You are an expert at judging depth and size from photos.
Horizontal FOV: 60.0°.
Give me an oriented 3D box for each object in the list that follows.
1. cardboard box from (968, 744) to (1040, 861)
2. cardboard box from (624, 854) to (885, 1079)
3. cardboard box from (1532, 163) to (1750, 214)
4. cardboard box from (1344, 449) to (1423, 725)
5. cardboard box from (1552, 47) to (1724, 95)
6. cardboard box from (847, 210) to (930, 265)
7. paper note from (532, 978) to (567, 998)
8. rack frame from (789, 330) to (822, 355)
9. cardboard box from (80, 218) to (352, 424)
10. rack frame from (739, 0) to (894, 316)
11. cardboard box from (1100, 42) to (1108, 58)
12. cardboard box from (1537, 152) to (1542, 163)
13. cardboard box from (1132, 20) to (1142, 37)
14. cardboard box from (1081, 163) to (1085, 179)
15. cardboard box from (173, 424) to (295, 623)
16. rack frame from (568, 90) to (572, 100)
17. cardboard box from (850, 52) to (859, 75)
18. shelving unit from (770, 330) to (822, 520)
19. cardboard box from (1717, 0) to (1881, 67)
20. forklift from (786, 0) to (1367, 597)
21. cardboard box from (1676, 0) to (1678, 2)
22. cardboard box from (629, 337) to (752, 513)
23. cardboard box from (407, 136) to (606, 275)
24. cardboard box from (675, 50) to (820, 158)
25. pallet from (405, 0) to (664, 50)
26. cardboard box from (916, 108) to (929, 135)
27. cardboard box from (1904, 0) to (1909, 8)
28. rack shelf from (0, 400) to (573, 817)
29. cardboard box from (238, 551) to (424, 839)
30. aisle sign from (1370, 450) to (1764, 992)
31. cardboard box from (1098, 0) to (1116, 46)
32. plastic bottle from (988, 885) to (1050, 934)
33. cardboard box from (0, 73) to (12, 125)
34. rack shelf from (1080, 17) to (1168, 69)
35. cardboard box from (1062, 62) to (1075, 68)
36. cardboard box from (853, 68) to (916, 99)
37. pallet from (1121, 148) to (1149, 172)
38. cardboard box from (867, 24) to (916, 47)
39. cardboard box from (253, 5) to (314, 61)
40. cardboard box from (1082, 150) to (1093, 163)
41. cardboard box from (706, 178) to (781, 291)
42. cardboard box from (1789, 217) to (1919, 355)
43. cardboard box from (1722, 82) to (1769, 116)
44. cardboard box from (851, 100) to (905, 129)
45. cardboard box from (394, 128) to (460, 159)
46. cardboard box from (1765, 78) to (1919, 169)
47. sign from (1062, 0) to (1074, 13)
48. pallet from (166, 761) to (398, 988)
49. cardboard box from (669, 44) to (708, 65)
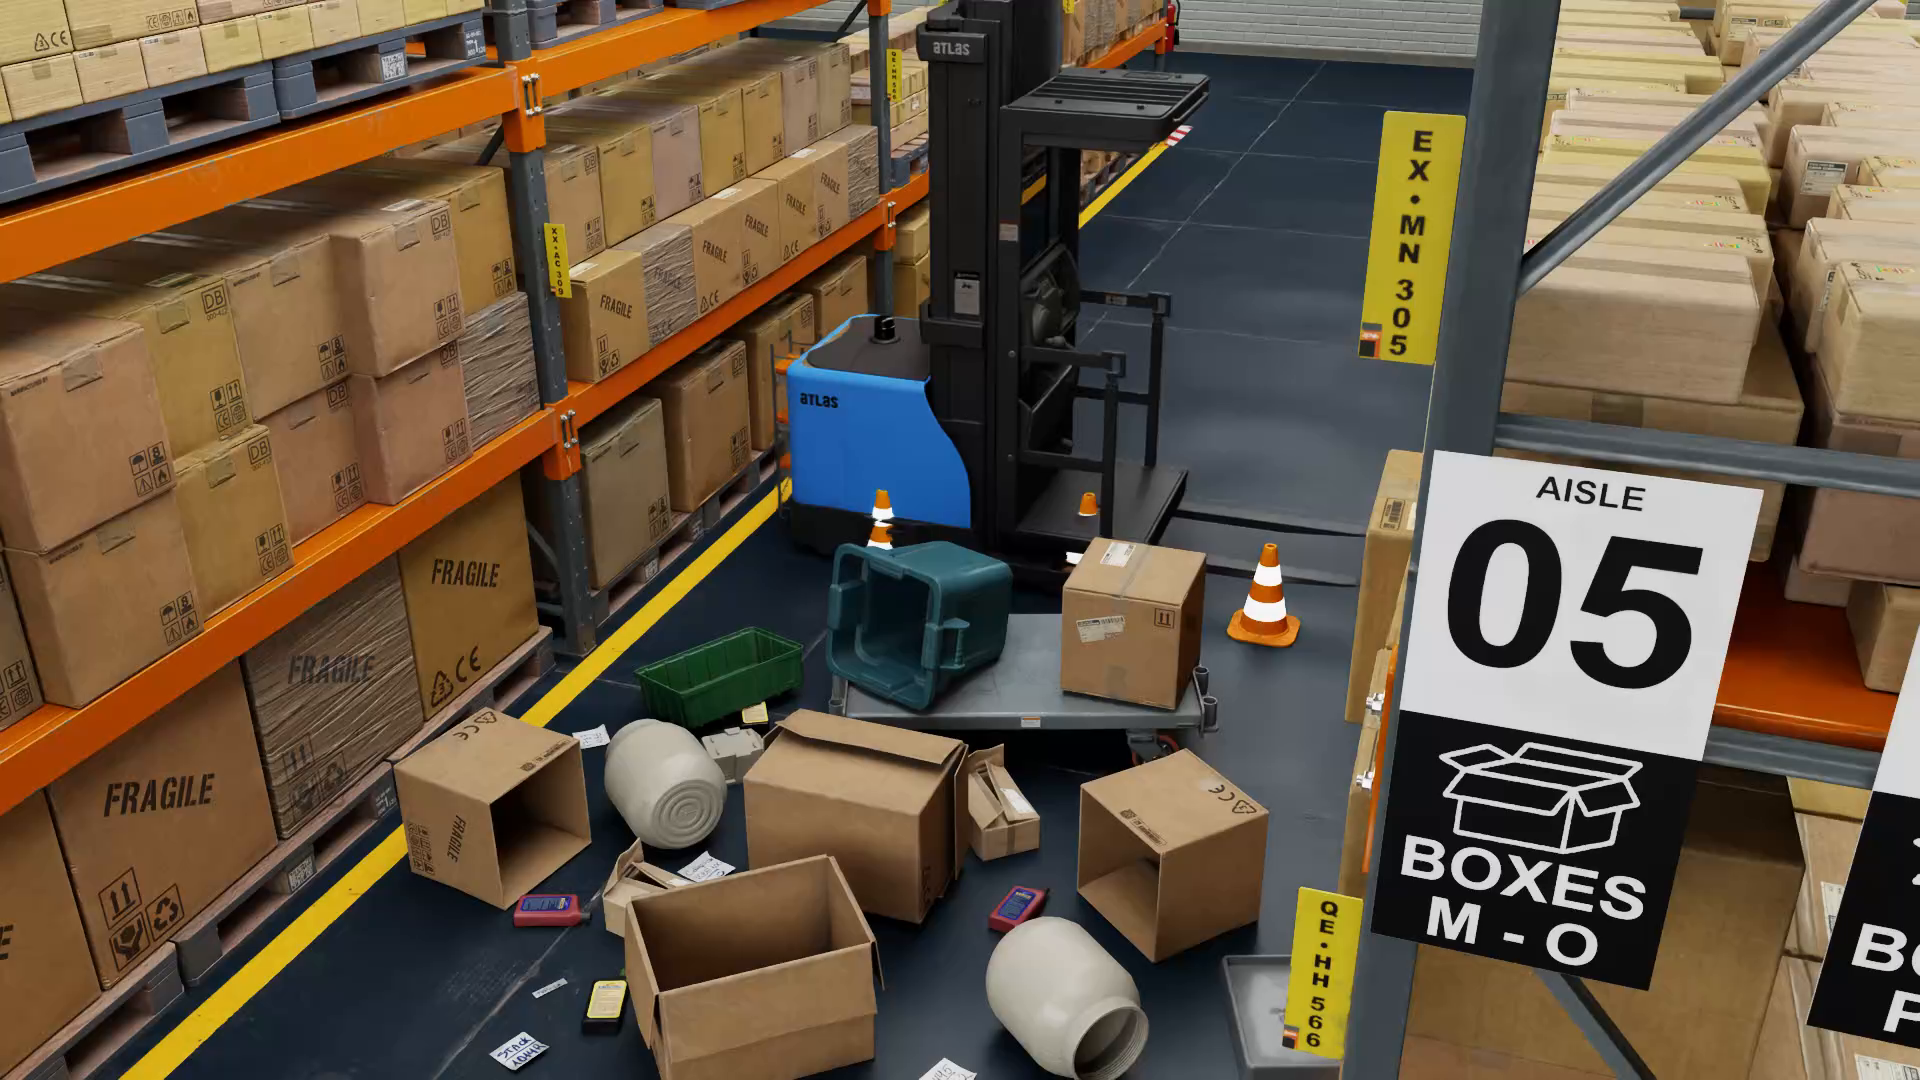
[{"bbox_3d":[0.134,1.062,6.752,0.258,0.266,0.396,-9,27,-18],"label":"cardboard box"},{"bbox_3d":[-0.705,1.486,5.603,0.797,0.503,0.637,-9,27,-18],"label":"cardboard box"},{"bbox_3d":[1.121,-0.534,2.842,0.380,0.149,0.250,8,27,17],"label":"cardboard box"},{"bbox_3d":[1.310,0.150,3.895,0.700,0.500,0.500,8,27,17],"label":"cardboard box"},{"bbox_3d":[1.577,-1.055,3.918,0.380,0.149,0.250,9,27,18],"label":"cardboard box"},{"bbox_3d":[-0.484,-2.162,11.799,0.500,0.250,0.500,8,27,15],"label":"cardboard box"},{"bbox_3d":[-1.463,1.599,5.935,0.123,0.001,0.032,-20,33,-36],"label":"paper note"},{"bbox_3d":[-0.858,-0.683,9.455,0.200,1.050,0.008,9,27,17],"label":"rack frame"},{"bbox_3d":[-2.811,-0.830,6.112,0.875,0.550,0.550,9,27,17],"label":"cardboard box"},{"bbox_3d":[-0.942,-2.512,10.996,1.000,3.000,0.127,9,27,17],"label":"rack frame"},{"bbox_3d":[1.185,-4.660,15.721,0.380,0.149,0.250,10,28,20],"label":"cardboard box"},{"bbox_3d":[1.351,-0.634,3.507,0.500,0.250,0.500,10,27,19],"label":"cardboard box"},{"bbox_3d":[1.628,-5.201,16.839,0.380,0.149,0.250,9,27,19],"label":"cardboard box"},{"bbox_3d":[0.973,-3.495,15.817,0.380,0.149,0.250,8,27,16],"label":"cardboard box"},{"bbox_3d":[-2.918,-0.116,5.875,0.875,0.550,0.500,9,27,17],"label":"cardboard box"},{"bbox_3d":[-4.254,-4.917,15.963,1.000,3.000,0.127,9,27,17],"label":"rack frame"},{"bbox_3d":[-0.953,-3.445,12.046,0.380,0.149,0.250,10,27,19],"label":"cardboard box"},{"bbox_3d":[-0.898,-0.632,9.351,0.215,1.050,0.252,9,27,17],"label":"shelving unit"},{"bbox_3d":[2.344,-1.414,4.660,0.380,0.149,0.250,9,27,19],"label":"cardboard box"},{"bbox_3d":[0.650,-1.245,8.458,3.031,2.935,1.130,9,27,17],"label":"forklift"},{"bbox_3d":[1.957,-1.595,5.033,0.380,0.149,0.250,10,27,19],"label":"cardboard box"},{"bbox_3d":[-1.826,-0.709,9.372,1.050,0.750,0.750,9,27,17],"label":"cardboard box"},{"bbox_3d":[-2.113,-1.568,7.785,0.700,0.500,0.500,8,27,17],"label":"cardboard box"},{"bbox_3d":[-1.267,-2.616,9.949,0.700,0.500,0.500,8,27,17],"label":"cardboard box"},{"bbox_3d":[-2.014,-2.516,7.782,0.805,0.209,1.217,8,27,15],"label":"pallet"},{"bbox_3d":[-0.424,-2.964,11.736,0.380,0.149,0.250,10,28,20],"label":"cardboard box"},{"bbox_3d":[3.001,-1.846,5.868,0.500,0.250,0.500,8,27,16],"label":"cardboard box"},{"bbox_3d":[-2.938,0.277,6.061,1.077,0.370,4.000,9,27,17],"label":"rack shelf"},{"bbox_3d":[-2.844,0.518,6.694,0.875,0.875,0.875,9,27,18],"label":"cardboard box"},{"bbox_3d":[0.804,0.265,2.277,0.394,0.787,0.004,9,27,17],"label":"aisle sign"},{"bbox_3d":[1.151,-4.908,15.489,0.500,0.500,0.500,8,27,16],"label":"cardboard box"},{"bbox_3d":[0.231,1.389,6.311,0.133,0.061,0.283,14,29,26],"label":"plastic bottle"},{"bbox_3d":[-2.852,-1.205,4.546,0.380,0.149,0.250,9,27,18],"label":"cardboard box"},{"bbox_3d":[1.055,-4.654,16.246,1.077,0.370,4.000,9,27,17],"label":"rack shelf"},{"bbox_3d":[0.792,-4.112,14.589,0.380,0.149,0.250,10,28,19],"label":"cardboard box"},{"bbox_3d":[-0.518,-3.128,11.393,0.380,0.149,0.250,8,27,16],"label":"cardboard box"},{"bbox_3d":[1.392,-4.185,17.651,1.003,0.211,1.213,9,27,17],"label":"pallet"},{"bbox_3d":[-0.520,-3.977,13.145,0.380,0.149,0.250,9,27,17],"label":"cardboard box"},{"bbox_3d":[-2.430,-1.726,5.622,0.380,0.149,0.250,9,27,18],"label":"cardboard box"},{"bbox_3d":[1.065,-3.741,15.982,0.380,0.149,0.250,10,28,20],"label":"cardboard box"},{"bbox_3d":[-1.339,-1.712,9.228,0.500,0.500,0.500,9,27,18],"label":"cardboard box"},{"bbox_3d":[1.477,-0.366,2.496,0.380,0.149,0.250,9,27,17],"label":"cardboard box"},{"bbox_3d":[2.185,-0.973,4.206,0.500,0.250,0.500,8,27,17],"label":"cardboard box"},{"bbox_3d":[-0.592,-2.891,11.245,0.380,0.149,0.250,10,28,20],"label":"cardboard box"},{"bbox_3d":[-5.032,-3.151,14.273,1.225,0.875,0.875,9,27,18],"label":"cardboard box"},{"bbox_3d":[1.944,-0.881,3.560,0.380,0.149,0.250,9,27,19],"label":"cardboard box"},{"bbox_3d":[0.914,-4.598,13.976,0.100,0.325,0.005,9,27,17],"label":"sign"},{"bbox_3d":[-3.004,1.191,6.548,1.003,0.211,1.213,9,27,17],"label":"pallet"},{"bbox_3d":[-3.363,-5.145,18.390,0.875,0.875,0.875,9,27,17],"label":"cardboard box"}]
